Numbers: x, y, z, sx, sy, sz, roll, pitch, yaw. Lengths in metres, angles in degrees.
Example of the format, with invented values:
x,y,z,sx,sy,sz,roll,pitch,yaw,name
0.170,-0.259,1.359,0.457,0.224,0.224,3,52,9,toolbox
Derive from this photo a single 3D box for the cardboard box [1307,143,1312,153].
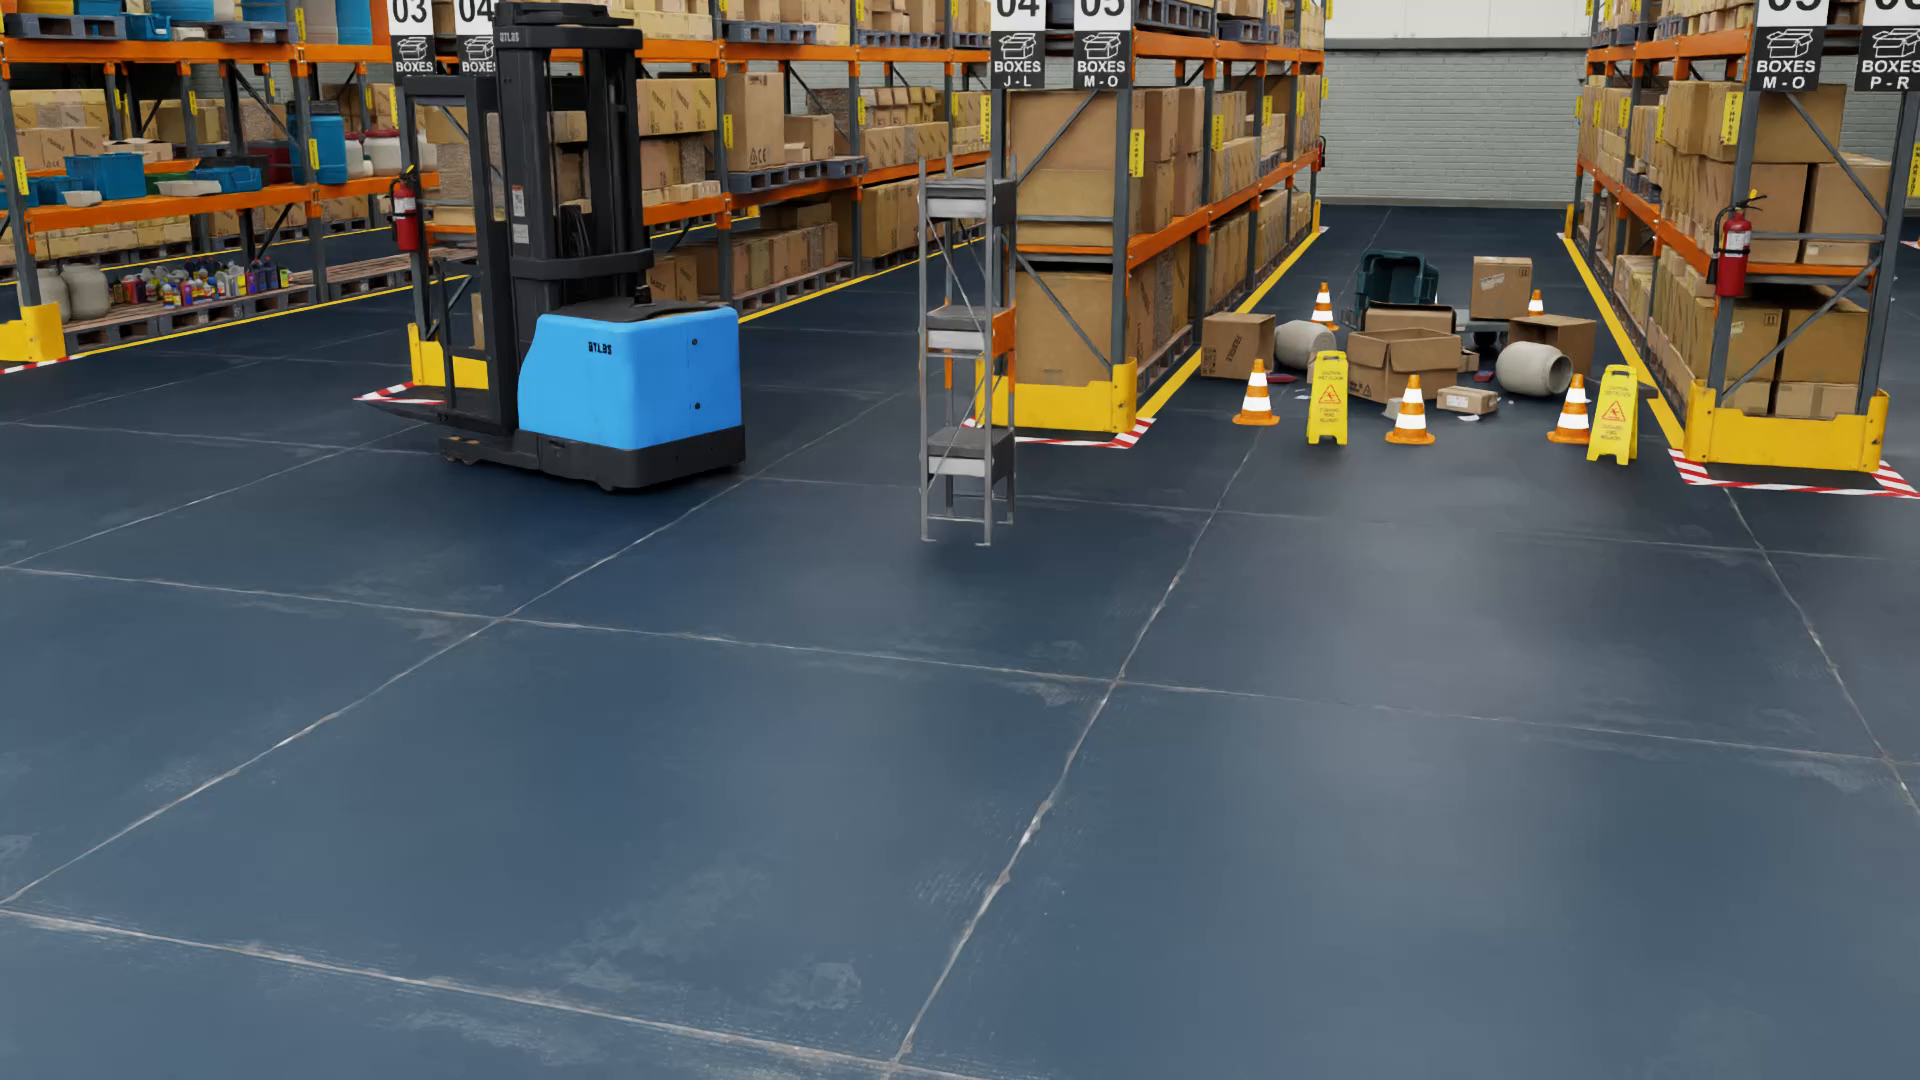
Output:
x,y,z,sx,sy,sz,roll,pitch,yaw,name
5.225,-6.072,25.699,0.380,0.149,0.250,5,17,17,cardboard box

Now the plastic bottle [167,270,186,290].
x,y,z,sx,sy,sz,roll,pitch,yaw,name
-8.278,-2.710,17.571,0.152,0.276,0.135,5,16,16,plastic bottle

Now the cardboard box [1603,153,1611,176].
x,y,z,sx,sy,sz,roll,pitch,yaw,name
8.063,-4.528,20.071,0.500,0.250,0.500,4,16,15,cardboard box

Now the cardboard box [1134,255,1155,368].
x,y,z,sx,sy,sz,roll,pitch,yaw,name
1.091,-1.904,13.669,0.875,0.875,0.875,4,16,15,cardboard box

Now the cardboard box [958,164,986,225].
x,y,z,sx,sy,sz,roll,pitch,yaw,name
-0.083,-5.443,26.148,0.875,0.875,0.875,5,16,16,cardboard box

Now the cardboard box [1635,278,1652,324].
x,y,z,sx,sy,sz,roll,pitch,yaw,name
6.972,-2.264,15.860,0.950,0.372,0.625,6,17,19,cardboard box

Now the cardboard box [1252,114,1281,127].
x,y,z,sx,sy,sz,roll,pitch,yaw,name
4.046,-5.560,22.035,0.380,0.149,0.250,4,16,14,cardboard box

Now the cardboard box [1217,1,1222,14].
x,y,z,sx,sy,sz,roll,pitch,yaw,name
2.383,-5.182,16.113,0.250,0.149,0.380,5,16,16,cardboard box

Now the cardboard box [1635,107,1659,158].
x,y,z,sx,sy,sz,roll,pitch,yaw,name
7.270,-4.203,17.154,0.500,0.500,0.500,6,17,19,cardboard box

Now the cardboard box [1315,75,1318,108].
x,y,z,sx,sy,sz,roll,pitch,yaw,name
5.225,-6.898,25.591,0.500,0.500,0.500,4,16,14,cardboard box

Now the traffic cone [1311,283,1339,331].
x,y,z,sx,sy,sz,roll,pitch,yaw,name
3.679,-2.371,16.840,0.336,0.463,0.334,5,16,16,traffic cone

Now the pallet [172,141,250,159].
x,y,z,sx,sy,sz,roll,pitch,yaw,name
-11.112,-5.675,24.191,1.213,0.211,1.003,5,16,16,pallet

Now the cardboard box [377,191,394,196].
x,y,z,sx,sy,sz,roll,pitch,yaw,name
-9.997,-5.916,28.812,0.500,0.311,0.500,5,16,16,cardboard box

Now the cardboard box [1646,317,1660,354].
x,y,z,sx,sy,sz,roll,pitch,yaw,name
6.198,-1.746,14.257,0.500,0.250,0.500,4,16,13,cardboard box

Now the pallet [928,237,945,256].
x,y,z,sx,sy,sz,roll,pitch,yaw,name
-0.750,-4.312,24.147,1.003,0.211,1.213,5,16,16,pallet

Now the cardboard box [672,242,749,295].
x,y,z,sx,sy,sz,roll,pitch,yaw,name
-2.682,-2.937,17.961,0.700,0.500,0.500,3,16,12,cardboard box

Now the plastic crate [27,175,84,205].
x,y,z,sx,sy,sz,roll,pitch,yaw,name
-8.717,-3.358,15.945,0.499,0.251,0.408,5,16,16,plastic crate

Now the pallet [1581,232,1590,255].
x,y,z,sx,sy,sz,roll,pitch,yaw,name
9.534,-4.265,23.979,1.003,0.211,1.213,5,16,16,pallet

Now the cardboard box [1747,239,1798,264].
x,y,z,sx,sy,sz,roll,pitch,yaw,name
5.389,-1.947,11.158,0.380,0.149,0.250,5,17,18,cardboard box

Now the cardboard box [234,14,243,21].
x,y,z,sx,sy,sz,roll,pitch,yaw,name
-10.852,-7.462,24.459,0.910,0.500,0.500,5,16,16,cardboard box

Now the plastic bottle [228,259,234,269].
x,y,z,sx,sy,sz,roll,pitch,yaw,name
-8.136,-3.003,18.612,0.097,0.271,0.097,0,16,0,plastic bottle

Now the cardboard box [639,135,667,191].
x,y,z,sx,sy,sz,roll,pitch,yaw,name
-3.285,-3.580,15.727,0.875,0.500,0.500,5,16,16,cardboard box

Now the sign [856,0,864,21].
x,y,z,sx,sy,sz,roll,pitch,yaw,name
-1.220,-6.464,20.179,0.100,0.325,0.005,5,16,16,sign

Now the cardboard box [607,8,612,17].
x,y,z,sx,sy,sz,roll,pitch,yaw,name
-3.344,-4.464,14.348,0.500,0.250,0.500,5,16,16,cardboard box

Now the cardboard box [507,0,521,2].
x,y,z,sx,sy,sz,roll,pitch,yaw,name
-3.714,-4.339,13.177,0.380,0.149,0.250,5,16,15,cardboard box

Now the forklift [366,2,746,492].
x,y,z,sx,sy,sz,roll,pitch,yaw,name
-2.887,-2.011,11.047,3.031,2.935,1.130,12,20,36,forklift

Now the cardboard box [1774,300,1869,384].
x,y,z,sx,sy,sz,roll,pitch,yaw,name
5.988,-1.390,11.627,0.500,0.500,0.500,4,16,14,cardboard box

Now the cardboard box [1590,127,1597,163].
x,y,z,sx,sy,sz,roll,pitch,yaw,name
8.926,-5.418,22.749,0.500,0.500,0.500,4,16,15,cardboard box

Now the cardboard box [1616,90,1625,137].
x,y,z,sx,sy,sz,roll,pitch,yaw,name
7.795,-4.866,18.973,0.500,0.500,0.500,5,17,17,cardboard box

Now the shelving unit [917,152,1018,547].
x,y,z,sx,sy,sz,roll,pitch,yaw,name
0.047,-1.053,9.196,0.431,2.100,0.503,5,16,16,shelving unit

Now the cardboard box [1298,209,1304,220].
x,y,z,sx,sy,sz,roll,pitch,yaw,name
4.961,-4.898,25.011,0.380,0.149,0.250,5,17,16,cardboard box

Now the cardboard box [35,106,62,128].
x,y,z,sx,sy,sz,roll,pitch,yaw,name
-15.027,-6.810,27.075,0.500,0.500,0.500,5,16,16,cardboard box

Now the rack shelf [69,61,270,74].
x,y,z,sx,sy,sz,roll,pitch,yaw,name
-14.282,-8.634,30.095,1.077,0.370,4.000,5,16,16,rack shelf

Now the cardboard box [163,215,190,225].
x,y,z,sx,sy,sz,roll,pitch,yaw,name
-11.150,-4.577,23.212,0.500,0.311,0.500,5,17,17,cardboard box

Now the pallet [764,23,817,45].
x,y,z,sx,sy,sz,roll,pitch,yaw,name
-2.307,-5.546,18.233,1.213,0.211,1.003,5,16,16,pallet

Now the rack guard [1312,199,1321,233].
x,y,z,sx,sy,sz,roll,pitch,yaw,name
5.239,-5.275,27.010,1.175,0.500,0.348,5,16,16,rack guard

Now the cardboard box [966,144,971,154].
x,y,z,sx,sy,sz,roll,pitch,yaw,name
-0.051,-5.930,25.200,0.380,0.149,0.250,5,17,18,cardboard box

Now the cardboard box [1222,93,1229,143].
x,y,z,sx,sy,sz,roll,pitch,yaw,name
2.418,-4.416,17.386,0.700,0.500,0.500,4,16,15,cardboard box

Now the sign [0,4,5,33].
x,y,z,sx,sy,sz,roll,pitch,yaw,name
-8.236,-4.510,14.219,0.100,0.325,0.005,5,16,16,sign

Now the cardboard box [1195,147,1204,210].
x,y,z,sx,sy,sz,roll,pitch,yaw,name
1.757,-3.332,15.306,0.875,0.550,0.550,5,16,16,cardboard box

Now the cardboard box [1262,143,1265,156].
x,y,z,sx,sy,sz,roll,pitch,yaw,name
3.535,-4.798,20.440,0.380,0.149,0.250,5,17,18,cardboard box

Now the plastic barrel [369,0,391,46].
x,y,z,sx,sy,sz,roll,pitch,yaw,name
-7.116,-6.480,20.394,0.600,0.830,0.708,5,16,16,plastic barrel

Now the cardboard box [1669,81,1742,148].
x,y,z,sx,sy,sz,roll,pitch,yaw,name
5.957,-3.313,12.952,0.700,0.500,0.500,4,16,15,cardboard box

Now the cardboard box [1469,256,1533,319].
x,y,z,sx,sy,sz,roll,pitch,yaw,name
4.909,-2.292,15.107,0.500,0.500,0.500,5,16,16,cardboard box

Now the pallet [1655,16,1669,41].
x,y,z,sx,sy,sz,roll,pitch,yaw,name
7.194,-4.778,15.524,1.213,0.211,1.003,5,16,16,pallet

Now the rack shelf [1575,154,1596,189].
x,y,z,sx,sy,sz,roll,pitch,yaw,name
9.466,-5.270,23.732,1.077,0.370,4.000,5,16,16,rack shelf

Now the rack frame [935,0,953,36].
x,y,z,sx,sy,sz,roll,pitch,yaw,name
-0.603,-8.748,23.680,1.000,3.000,0.127,5,16,16,rack frame

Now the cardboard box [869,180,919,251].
x,y,z,sx,sy,sz,roll,pitch,yaw,name
-1.263,-4.407,22.492,1.225,0.875,0.875,5,16,16,cardboard box

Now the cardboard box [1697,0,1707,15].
x,y,z,sx,sy,sz,roll,pitch,yaw,name
5.945,-4.155,12.713,0.500,0.250,0.500,5,17,16,cardboard box

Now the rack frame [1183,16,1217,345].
x,y,z,sx,sy,sz,roll,pitch,yaw,name
1.850,-3.358,15.670,1.000,3.000,0.127,5,16,16,rack frame

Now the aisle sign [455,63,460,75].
x,y,z,sx,sy,sz,roll,pitch,yaw,name
-9.226,-8.969,30.688,0.394,0.787,0.004,5,16,16,aisle sign

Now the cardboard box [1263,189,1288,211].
x,y,z,sx,sy,sz,roll,pitch,yaw,name
4.154,-4.596,22.474,0.500,0.250,0.500,4,16,14,cardboard box

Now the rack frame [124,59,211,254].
x,y,z,sx,sy,sz,roll,pitch,yaw,name
-11.237,-5.584,23.521,1.000,3.000,0.127,5,16,16,rack frame

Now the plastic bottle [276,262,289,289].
x,y,z,sx,sy,sz,roll,pitch,yaw,name
-7.446,-2.906,18.250,0.061,0.283,0.133,5,17,19,plastic bottle

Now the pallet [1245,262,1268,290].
x,y,z,sx,sy,sz,roll,pitch,yaw,name
3.210,-3.267,20.461,1.003,0.211,1.213,5,16,16,pallet
